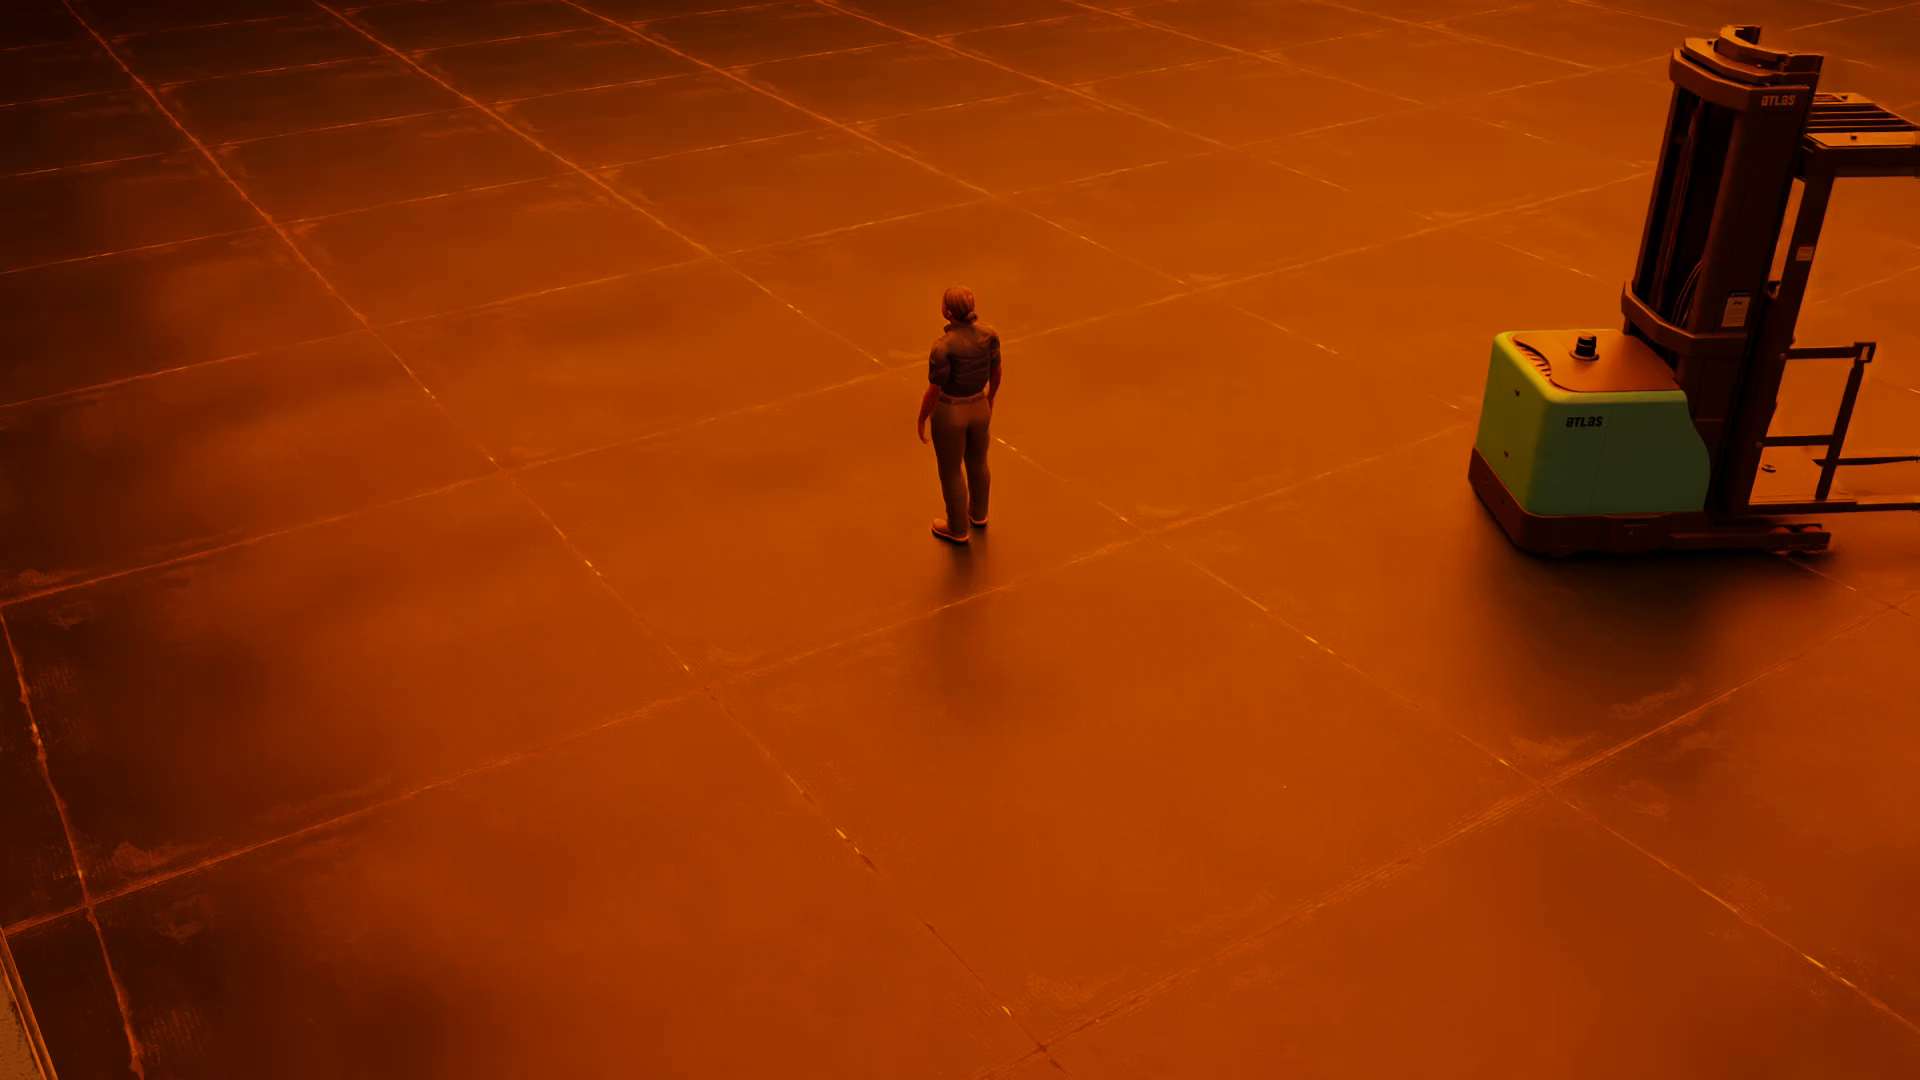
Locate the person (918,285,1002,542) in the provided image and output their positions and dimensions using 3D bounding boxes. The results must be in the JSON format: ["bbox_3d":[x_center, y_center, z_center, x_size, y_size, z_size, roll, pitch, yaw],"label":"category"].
[{"bbox_3d":[-0.032,-0.768,9.830,0.569,1.654,0.504,-18,34,-29],"label":"person"}]

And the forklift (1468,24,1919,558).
[{"bbox_3d":[4.813,-1.444,9.743,3.031,2.935,1.130,-2,30,-3],"label":"forklift"}]
